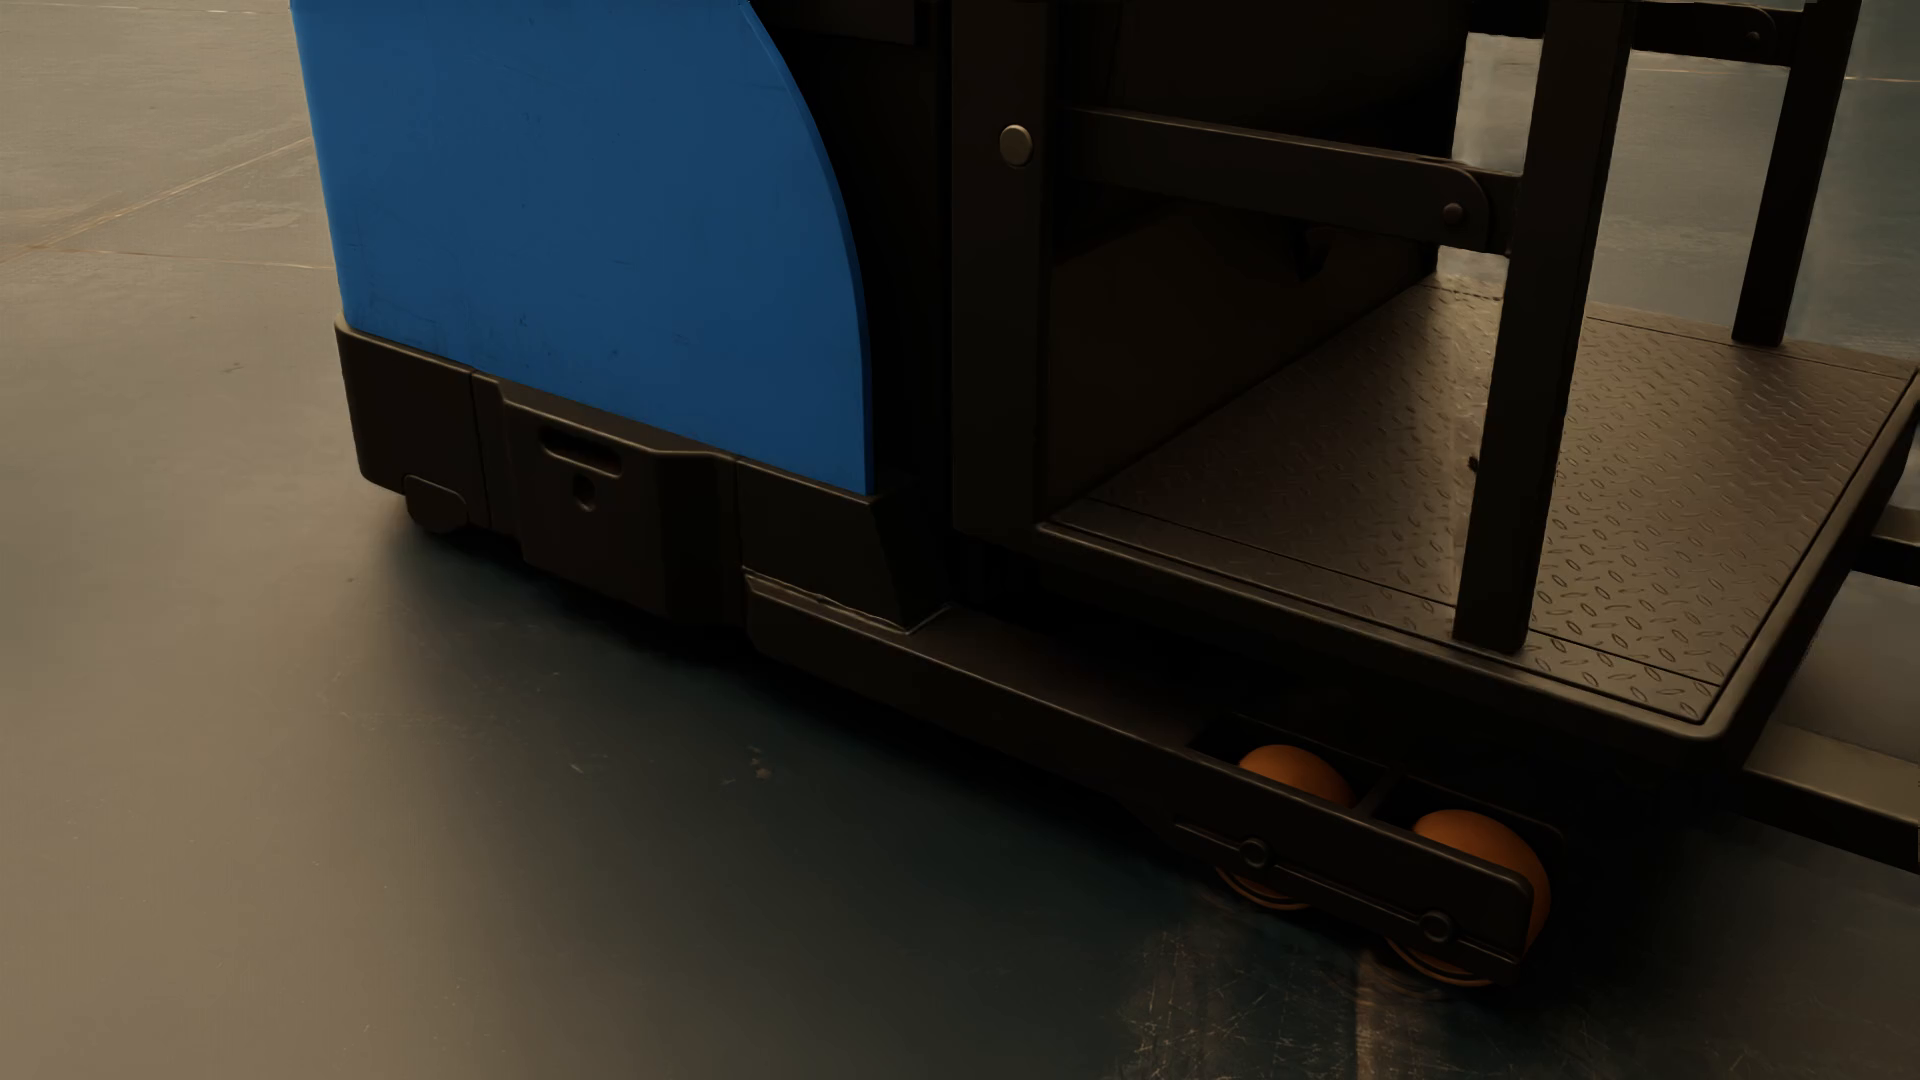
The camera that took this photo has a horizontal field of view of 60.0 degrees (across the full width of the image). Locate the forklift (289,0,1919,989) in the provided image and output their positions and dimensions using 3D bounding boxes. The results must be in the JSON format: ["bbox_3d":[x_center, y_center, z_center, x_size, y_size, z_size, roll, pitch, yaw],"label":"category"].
[{"bbox_3d":[0.560,-1.144,1.514,3.031,2.935,1.130,18,32,32],"label":"forklift"}]
